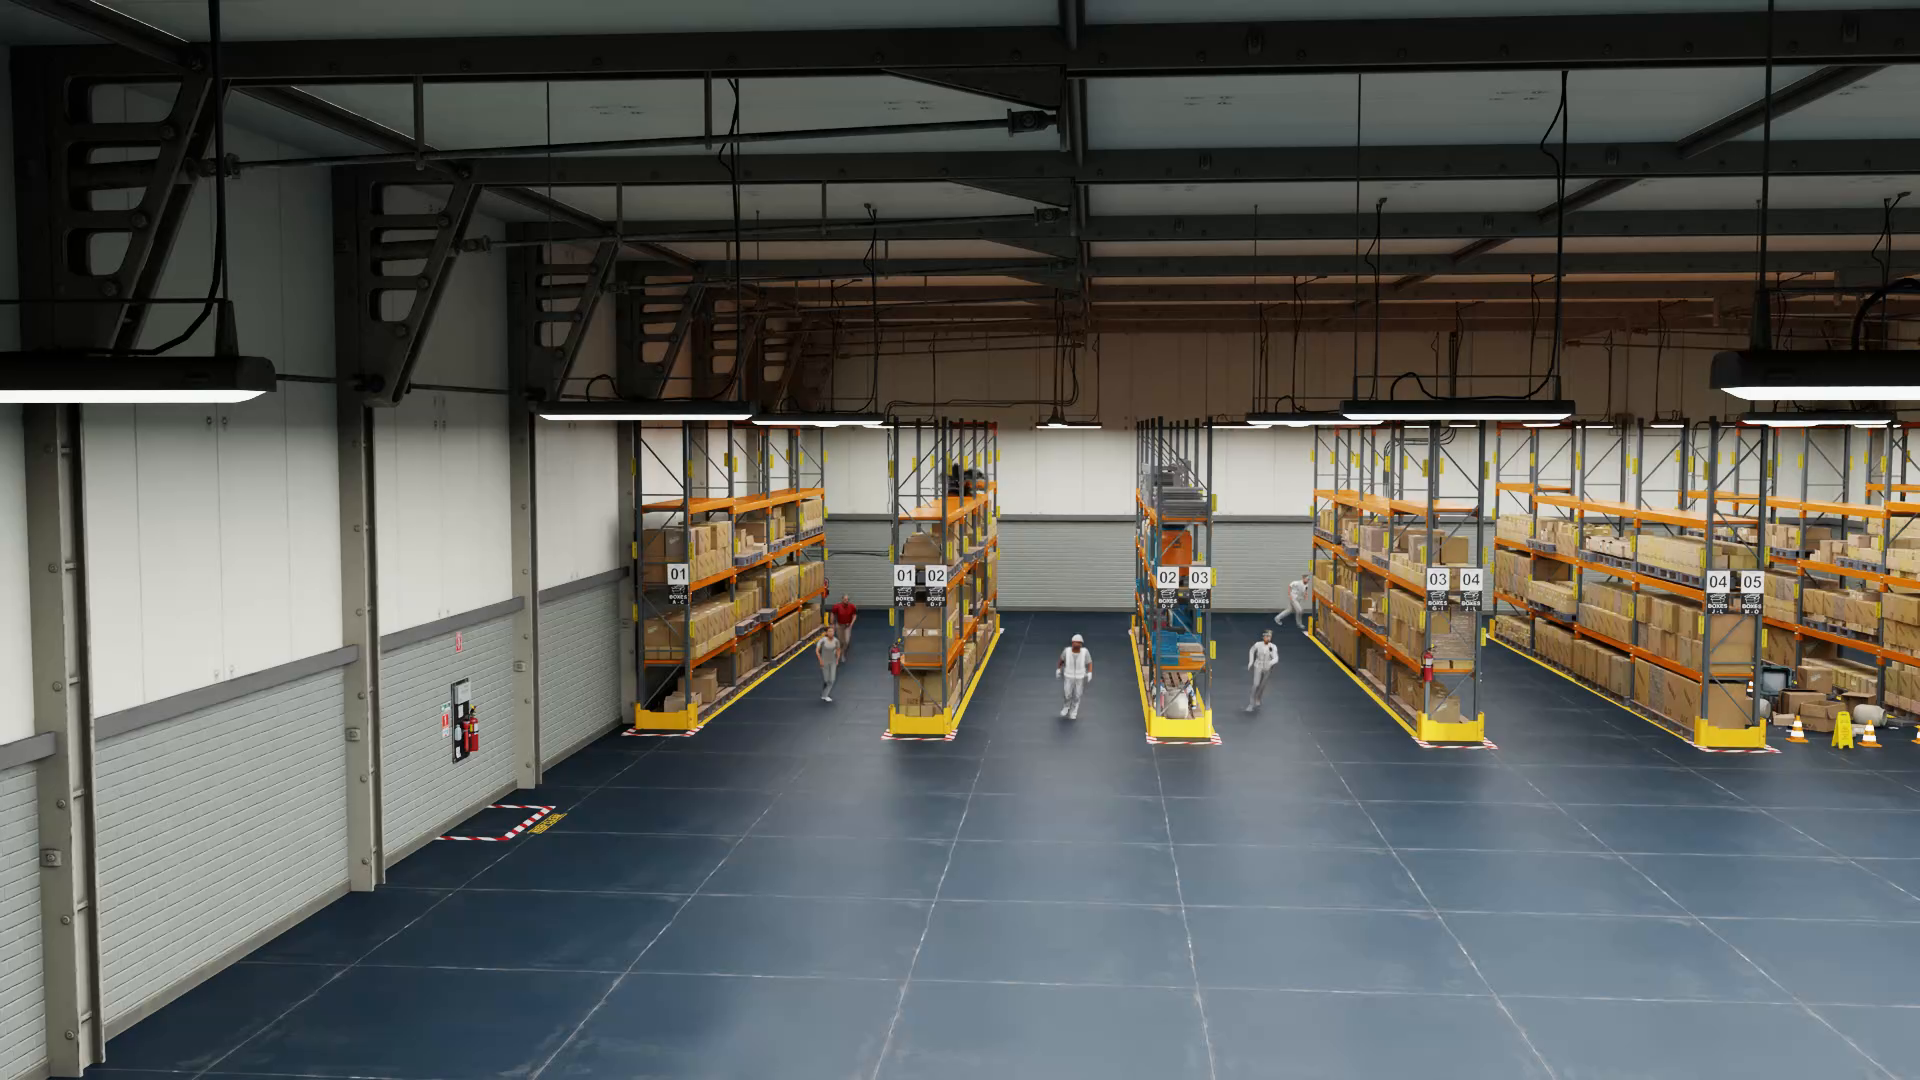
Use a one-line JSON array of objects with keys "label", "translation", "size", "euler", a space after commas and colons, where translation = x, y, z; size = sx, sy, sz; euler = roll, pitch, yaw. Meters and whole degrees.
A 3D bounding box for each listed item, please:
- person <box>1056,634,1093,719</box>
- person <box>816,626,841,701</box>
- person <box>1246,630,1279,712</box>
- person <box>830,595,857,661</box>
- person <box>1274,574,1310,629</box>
[{"label": "person", "translation": [2.260, 2.705, 32.781], "size": [0.710, 1.714, 0.787], "euler": [0, 4, 0]}, {"label": "person", "translation": [-2.814, 2.614, 35.428], "size": [0.562, 1.609, 0.557], "euler": [-1, 4, -19]}, {"label": "person", "translation": [6.184, 2.657, 34.074], "size": [0.662, 1.663, 0.787], "euler": [0, 4, 4]}, {"label": "person", "translation": [-2.911, 2.188, 41.586], "size": [0.664, 1.667, 0.670], "euler": [-1, 4, -17]}, {"label": "person", "translation": [9.722, 1.767, 48.631], "size": [1.107, 1.587, 0.664], "euler": [3, 5, 41]}]
